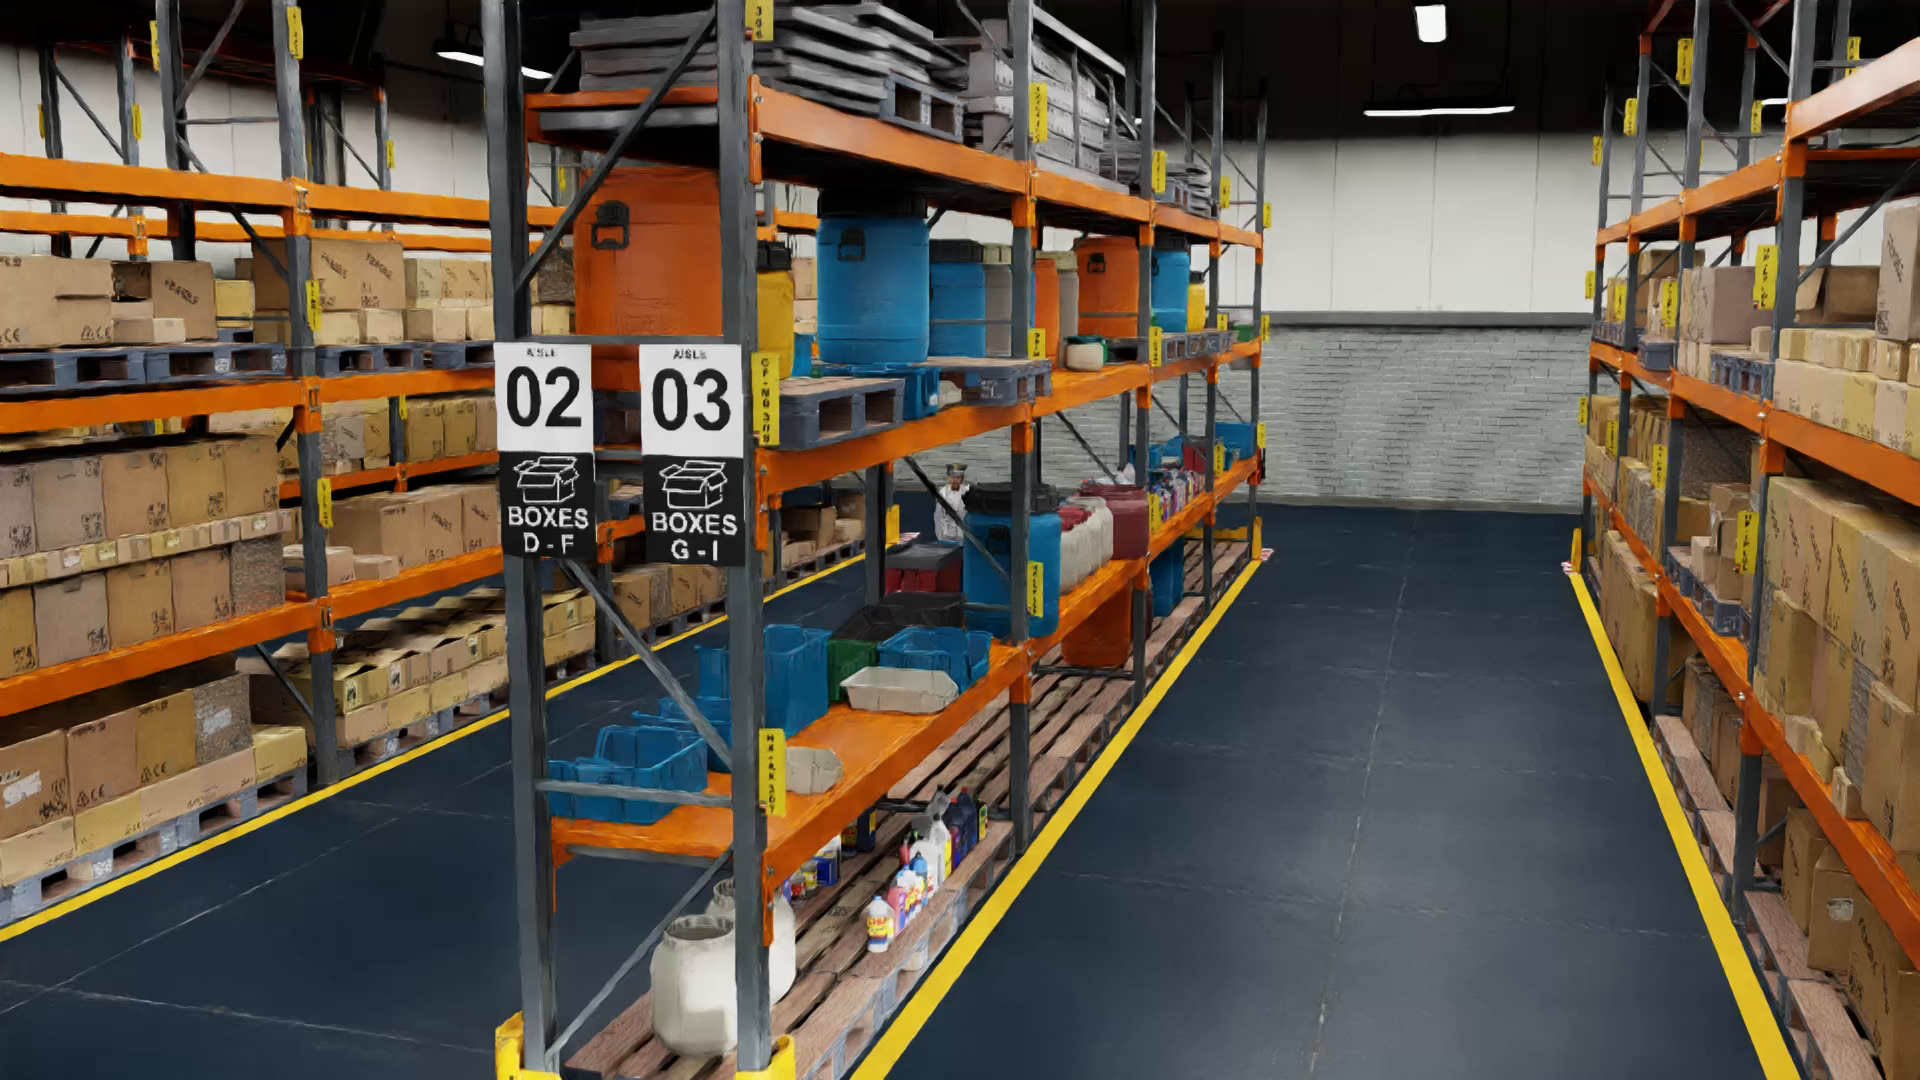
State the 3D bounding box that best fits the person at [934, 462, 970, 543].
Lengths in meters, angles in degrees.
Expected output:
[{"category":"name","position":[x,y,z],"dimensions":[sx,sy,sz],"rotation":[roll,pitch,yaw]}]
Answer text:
[{"category":"person","position":[-0.031,-0.022,17.524],"dimensions":[0.493,1.652,0.616],"rotation":[0,8,1]}]
